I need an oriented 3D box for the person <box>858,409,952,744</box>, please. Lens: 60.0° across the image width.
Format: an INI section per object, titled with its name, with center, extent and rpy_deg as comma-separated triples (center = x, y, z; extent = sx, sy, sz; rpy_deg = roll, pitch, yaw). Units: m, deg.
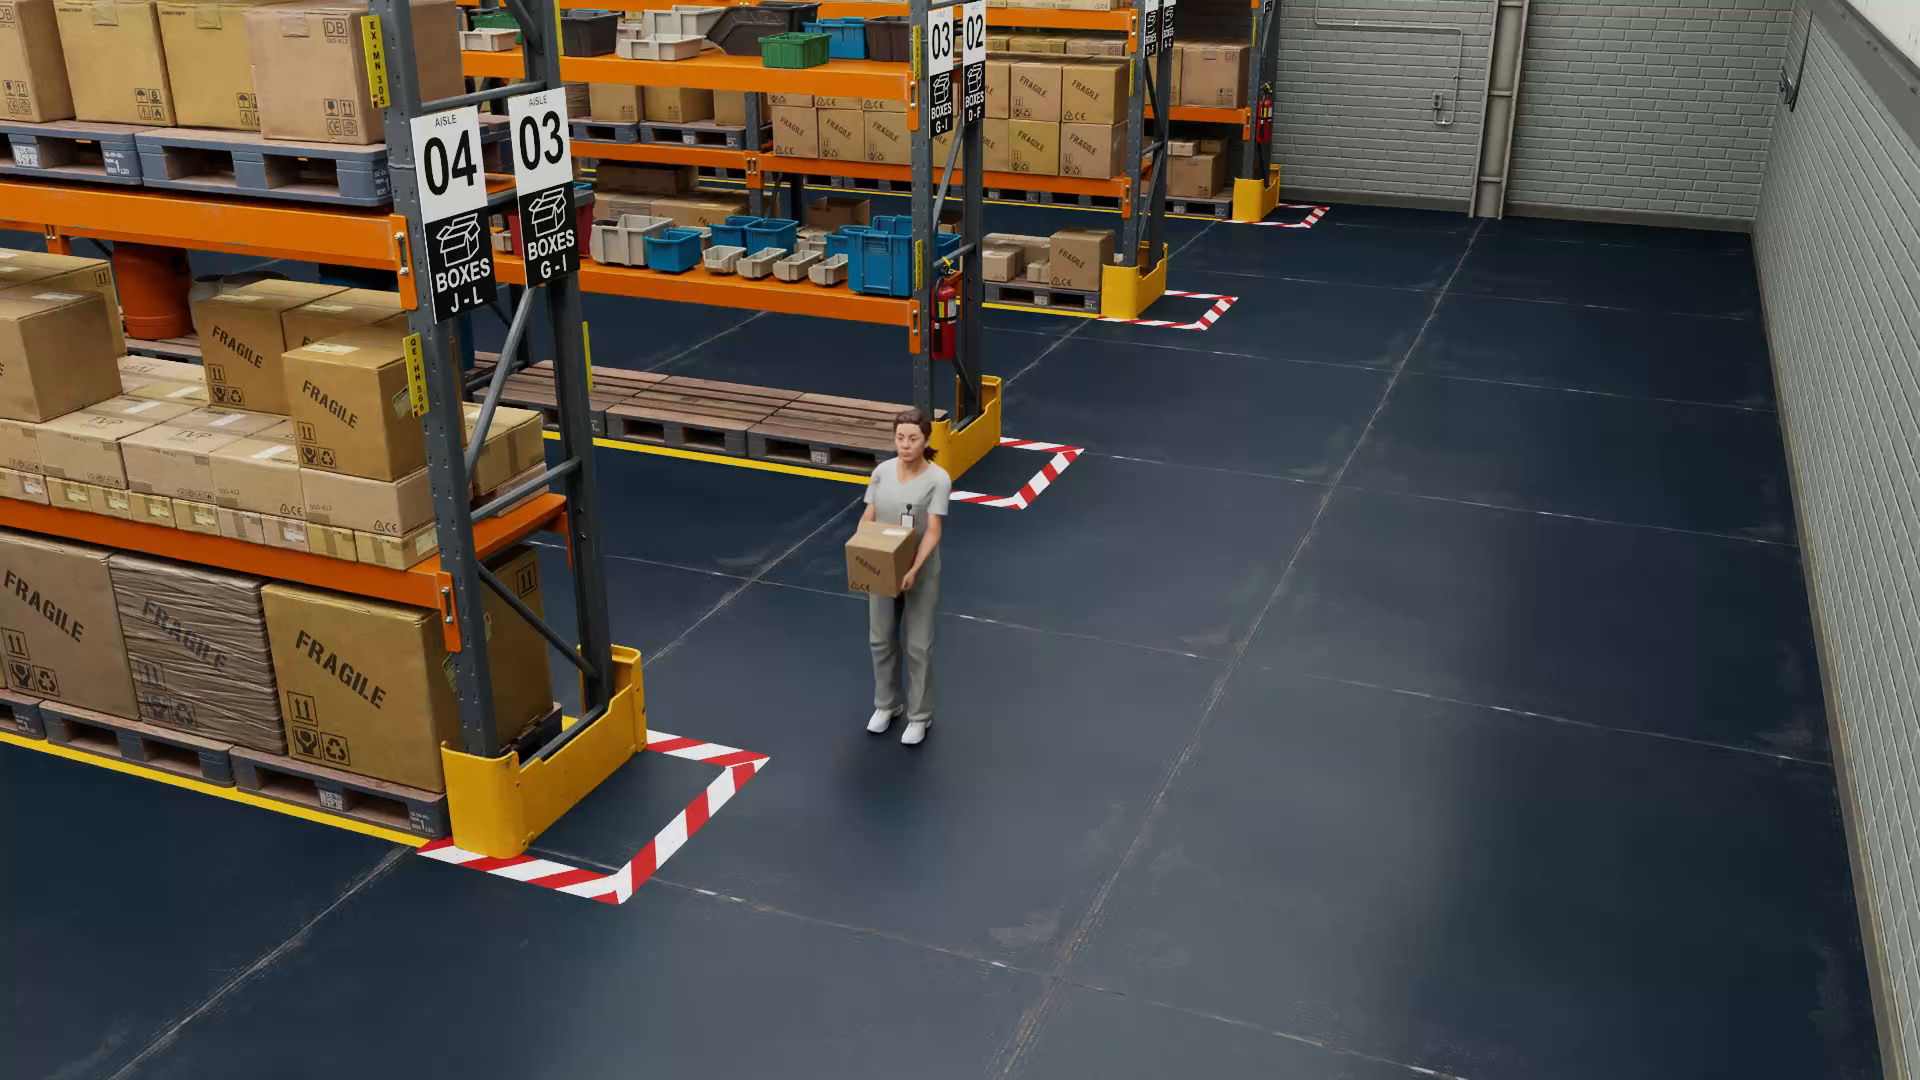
[person]
center = -0.288, 0.191, 8.148
extent = 0.436, 1.664, 0.551
rpy_deg = 9, 24, 21
